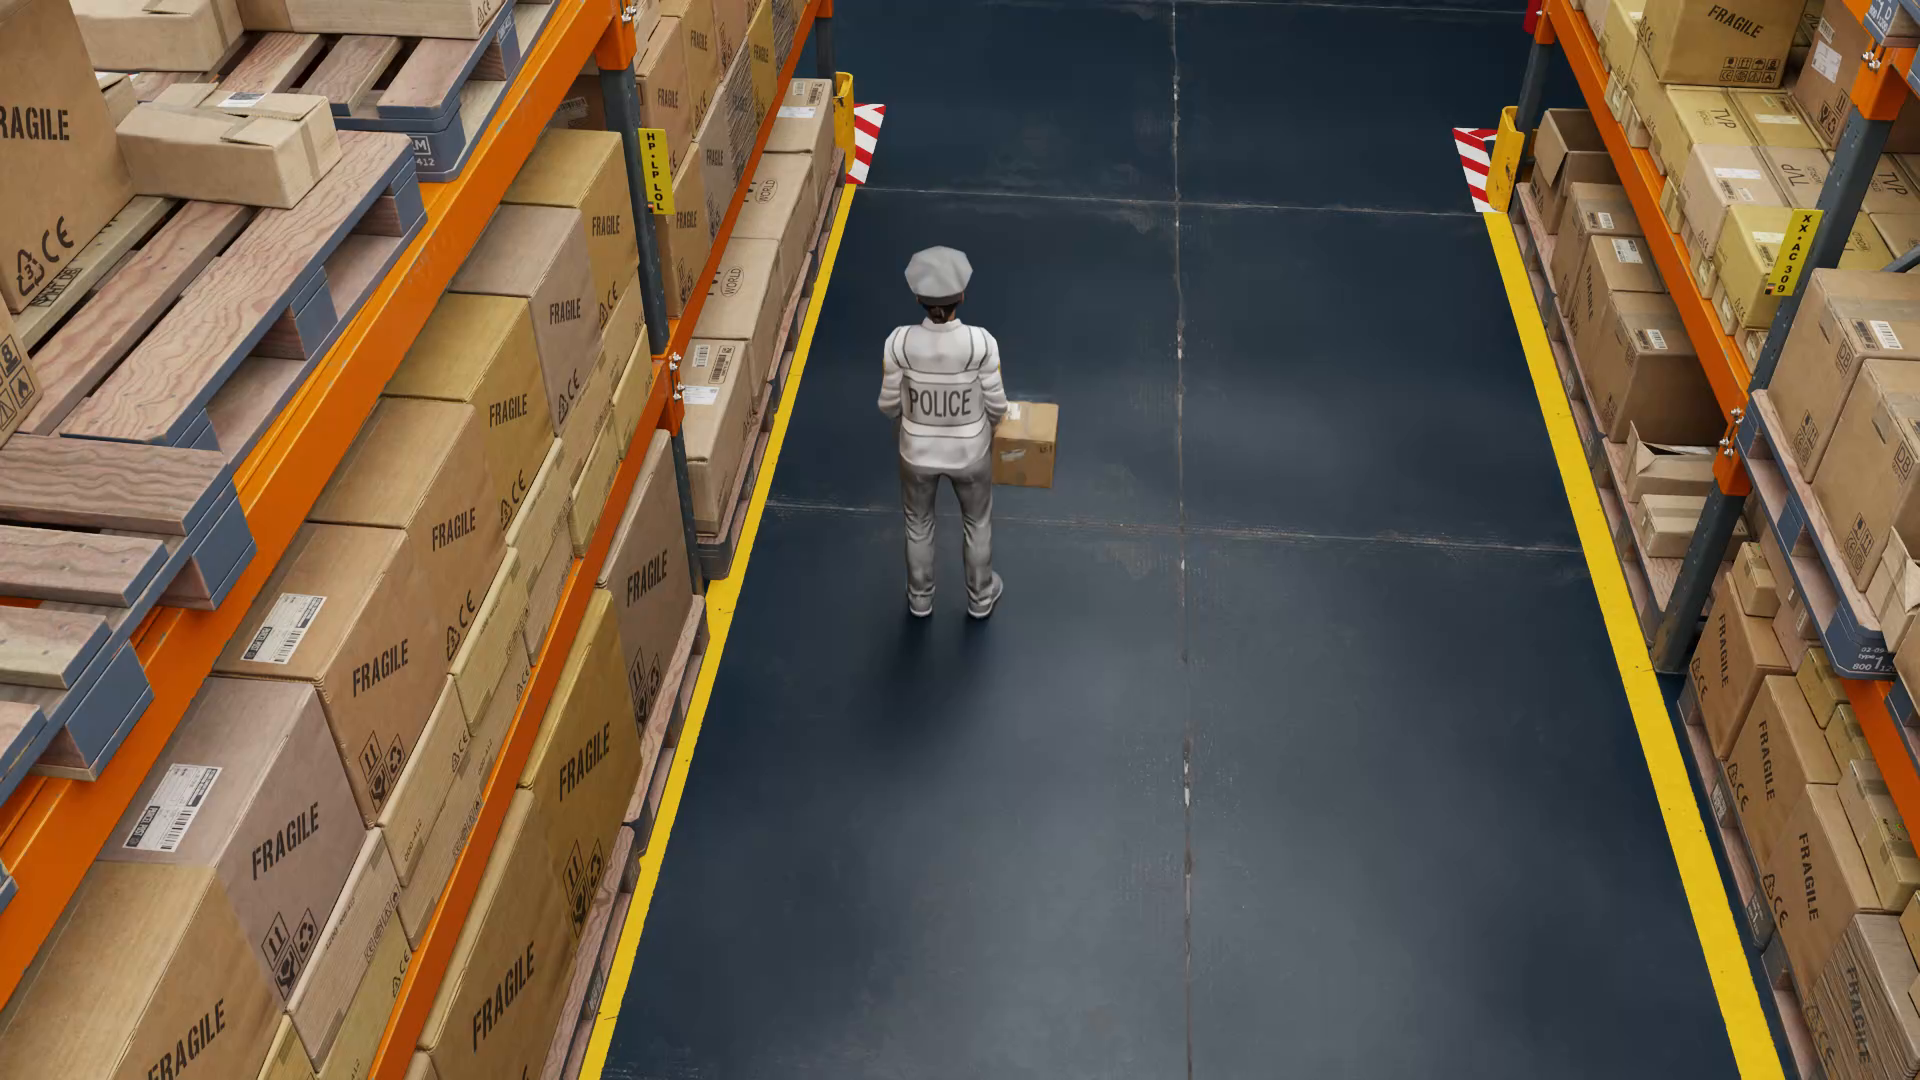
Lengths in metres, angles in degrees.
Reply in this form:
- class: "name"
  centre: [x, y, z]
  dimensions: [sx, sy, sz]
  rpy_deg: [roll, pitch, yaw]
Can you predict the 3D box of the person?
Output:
- class: "person"
  centre: [-0.063, -0.391, 6.602]
  dimensions: [0.502, 1.680, 0.355]
  rpy_deg: [2, 40, 3]
